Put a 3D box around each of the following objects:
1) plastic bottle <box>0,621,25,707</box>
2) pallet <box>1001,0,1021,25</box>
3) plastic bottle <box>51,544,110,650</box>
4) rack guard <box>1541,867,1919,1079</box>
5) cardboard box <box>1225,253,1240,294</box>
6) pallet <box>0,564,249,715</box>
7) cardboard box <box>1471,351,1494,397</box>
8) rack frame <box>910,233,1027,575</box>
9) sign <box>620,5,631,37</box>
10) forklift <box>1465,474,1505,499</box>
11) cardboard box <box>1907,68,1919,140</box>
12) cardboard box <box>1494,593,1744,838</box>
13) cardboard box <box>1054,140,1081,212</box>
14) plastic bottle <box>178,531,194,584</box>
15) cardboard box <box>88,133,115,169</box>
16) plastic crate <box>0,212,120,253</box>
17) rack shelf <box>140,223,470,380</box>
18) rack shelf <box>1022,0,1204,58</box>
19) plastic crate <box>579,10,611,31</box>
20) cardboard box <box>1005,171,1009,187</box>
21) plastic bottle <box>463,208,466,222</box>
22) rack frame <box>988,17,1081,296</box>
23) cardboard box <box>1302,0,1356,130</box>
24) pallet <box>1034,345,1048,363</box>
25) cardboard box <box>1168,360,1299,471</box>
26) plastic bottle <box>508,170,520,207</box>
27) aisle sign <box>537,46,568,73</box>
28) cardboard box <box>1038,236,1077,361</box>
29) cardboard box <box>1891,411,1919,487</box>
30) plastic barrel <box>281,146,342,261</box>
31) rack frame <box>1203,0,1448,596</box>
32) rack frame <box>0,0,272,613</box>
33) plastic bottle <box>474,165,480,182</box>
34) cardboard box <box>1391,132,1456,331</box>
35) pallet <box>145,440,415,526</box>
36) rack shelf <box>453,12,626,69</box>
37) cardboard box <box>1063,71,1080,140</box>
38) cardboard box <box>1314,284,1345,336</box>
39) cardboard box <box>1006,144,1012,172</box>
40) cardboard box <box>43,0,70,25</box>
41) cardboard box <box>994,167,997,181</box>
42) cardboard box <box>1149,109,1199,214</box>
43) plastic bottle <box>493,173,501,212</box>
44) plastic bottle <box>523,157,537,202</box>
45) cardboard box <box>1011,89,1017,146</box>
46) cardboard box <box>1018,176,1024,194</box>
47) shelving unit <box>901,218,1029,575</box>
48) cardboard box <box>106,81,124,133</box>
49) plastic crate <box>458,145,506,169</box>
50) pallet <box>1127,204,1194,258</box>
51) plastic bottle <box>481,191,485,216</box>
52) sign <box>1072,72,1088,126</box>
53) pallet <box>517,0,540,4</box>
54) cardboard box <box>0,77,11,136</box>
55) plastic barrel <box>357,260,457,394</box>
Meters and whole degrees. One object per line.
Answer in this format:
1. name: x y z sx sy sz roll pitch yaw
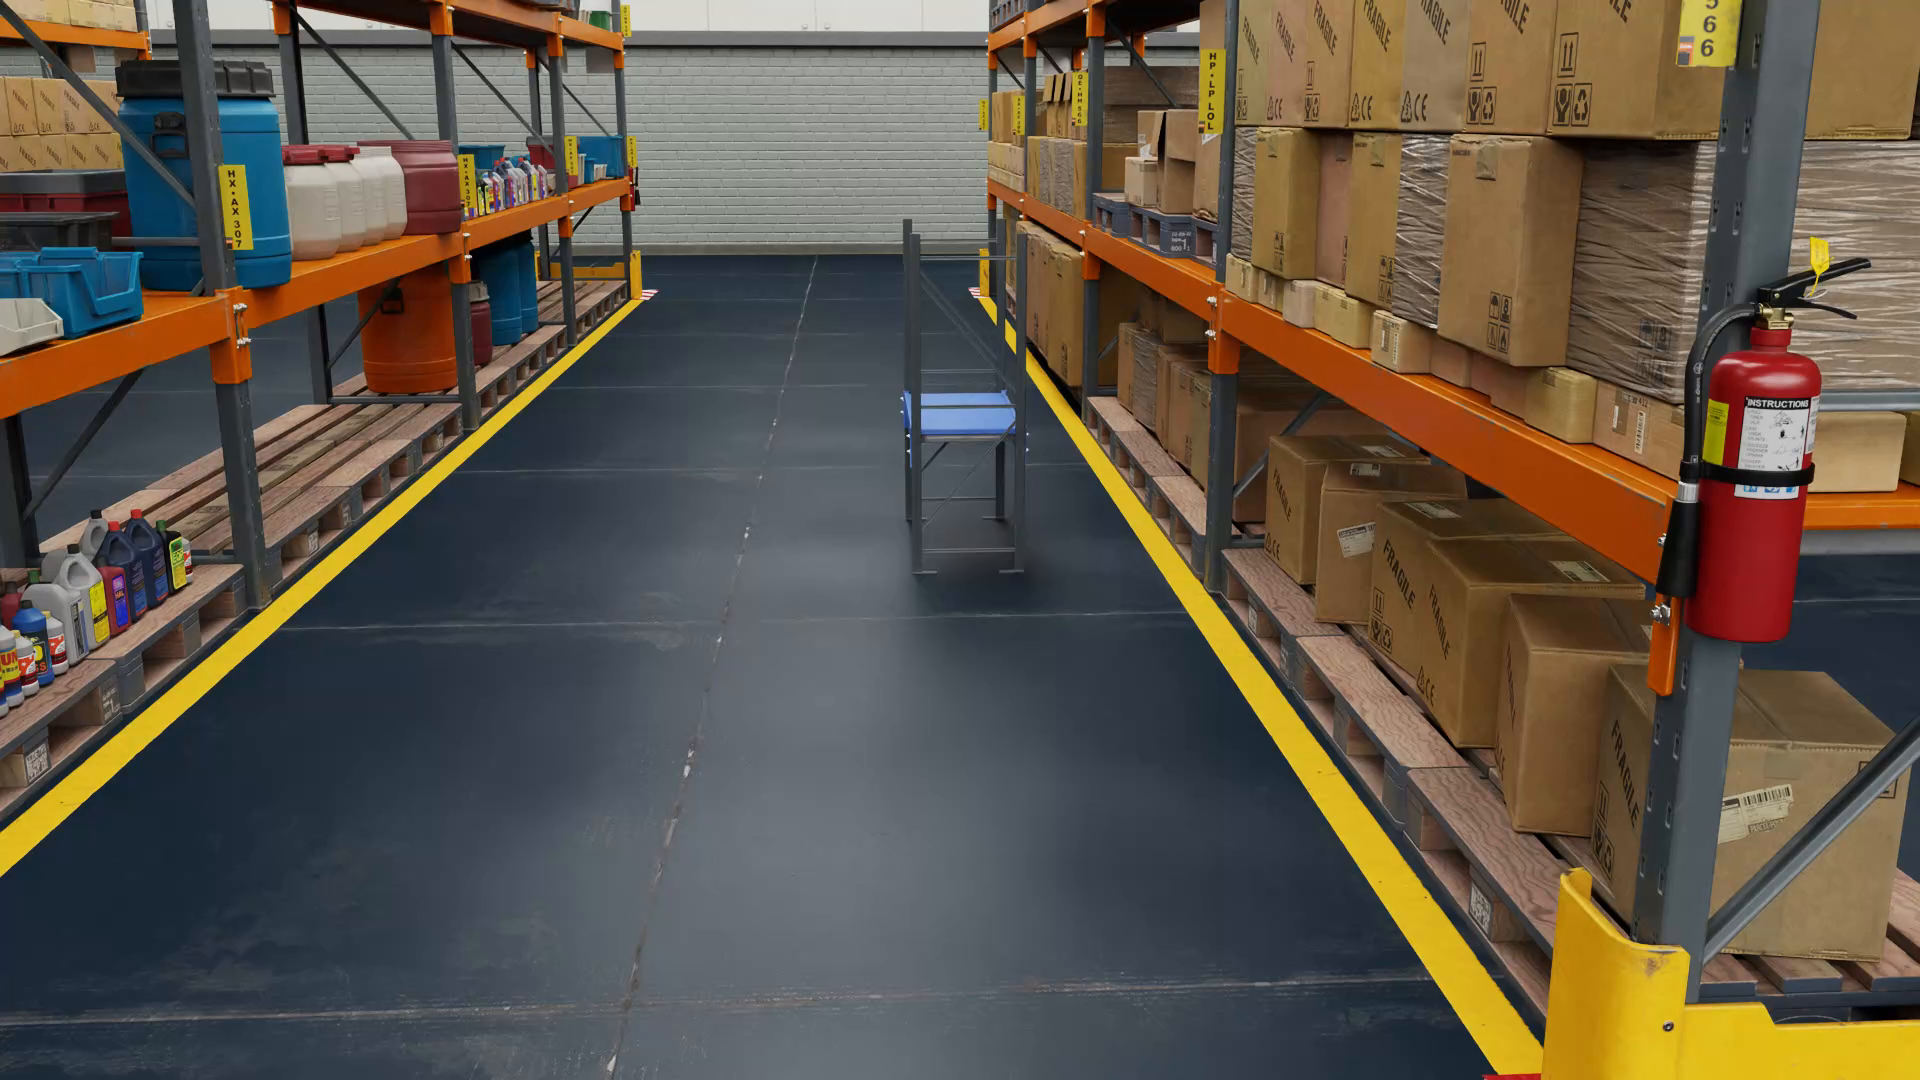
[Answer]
1. plastic bottle: -2.965 0.376 5.139 0.097 0.271 0.097 0 14 0
2. pallet: 0.951 -5.144 16.156 1.003 0.211 1.213 -1 14 -3
3. plastic bottle: -3.025 0.192 5.693 0.144 0.351 0.185 -1 14 -4
4. rack guard: 1.802 0.949 3.336 1.175 0.500 0.348 -1 14 -3
5. cardboard box: 1.272 -1.058 6.623 0.380 0.149 0.250 -1 14 -3
6. pallet: -3.384 0.357 6.216 1.003 0.211 1.213 -1 14 -3
7. cardboard box: 1.527 -0.438 4.213 0.380 0.149 0.250 -1 14 -3
8. rack frame: 0.037 -0.579 7.266 0.500 1.500 0.032 -1 14 -3
9. sign: -3.580 -5.560 17.808 0.100 0.325 0.005 -1 14 -3
10. forklift: 3.678 -1.832 9.264 1.130 2.935 3.031 7 16 27
11. cardboard box: 2.045 -1.061 3.325 0.500 0.500 0.500 -1 14 -3
12. cardboard box: 1.714 0.460 4.391 0.500 0.500 0.500 3 15 11
13. cardboard box: 0.973 -2.653 12.118 0.500 0.500 0.500 -1 14 -5
14. plastic bottle: -3.051 0.066 6.482 0.097 0.201 0.097 0 14 0
15. cardboard box: -8.711 -3.758 16.413 0.500 0.500 0.500 -1 14 -3
16. plastic crate: -3.479 -0.999 6.015 0.767 0.338 0.504 -1 14 -3
17. rack shelf: -3.508 -1.310 8.543 1.077 0.370 4.000 -1 14 -3
18. rack shelf: 1.188 -3.834 12.333 1.077 0.370 4.000 -1 14 -3
19. plastic crate: -3.781 -5.255 16.836 0.450 0.188 0.336 -1 14 -3
20. cardboard box: 0.638 -3.496 16.099 0.380 0.149 0.250 -1 14 -4
21. plastic bottle: -3.316 -2.236 10.954 0.097 0.271 0.097 0 14 0
22. rack frame: 0.816 -4.222 18.417 1.000 3.000 0.127 -1 14 -3
23. cardboard box: 1.396 -1.550 5.227 0.500 0.500 0.500 -1 14 -3
24. pallet: 1.187 -1.686 14.157 1.003 0.211 1.213 -1 14 -3
25. cardboard box: 1.497 -0.651 8.672 0.700 0.500 0.500 -2 15 -8
26. plastic bottle: -3.456 -2.690 12.712 0.152 0.276 0.135 -1 14 -3
27. aisle sign: -4.429 -5.418 17.848 0.394 0.787 0.004 -1 14 -3
28. cardboard box: 1.242 -1.801 12.427 1.225 0.875 0.875 -1 14 -3
29. cardboard box: 2.027 -0.196 3.272 0.380 0.149 0.250 -1 14 -3
30. plastic barrel: -3.270 -1.651 8.151 0.433 0.535 0.433 0 14 0
31. rack frame: 1.559 -1.238 6.818 1.000 3.000 0.127 -1 14 -3
32. rack frame: -3.384 -1.161 6.521 1.000 3.000 0.127 -1 14 -3
33. plastic bottle: -3.571 -2.594 12.187 0.144 0.351 0.185 -1 14 -3
34. cardboard box: 1.662 -0.820 4.397 0.875 0.500 0.500 -1 14 -3
35. pallet: -3.550 -0.310 8.807 1.003 0.211 1.213 -1 14 -3
36. rack shelf: -4.004 -4.753 15.902 1.077 0.370 4.000 -1 14 -3
37. cardboard box: 1.197 -3.278 12.532 0.797 0.503 0.637 0 14 -2
38. cardboard box: 1.374 -0.748 5.416 0.380 0.149 0.250 -1 14 -3
39. cardboard box: 0.708 -3.660 15.937 0.500 0.250 0.500 -1 14 -2
40. cardboard box: -8.698 -4.953 15.540 0.500 0.250 0.500 -1 14 -3
41. cardboard box: 0.559 -3.815 17.338 0.380 0.149 0.250 -1 14 -4
42. cardboard box: 1.360 -1.921 8.423 0.797 0.503 0.637 1 14 2
43. plastic bottle: -3.388 -2.523 12.071 0.097 0.271 0.097 0 14 0
44. plastic bottle: -3.496 -2.904 13.391 0.144 0.351 0.185 -1 14 -3
45. cardboard box: 0.741 -3.897 15.352 0.500 0.500 0.500 -1 14 -3
46. cardboard box: 0.718 -3.177 14.857 0.380 0.149 0.250 -1 14 -3
47. shelving unit: 0.005 -0.705 7.757 0.538 1.500 1.048 -1 14 -3
48. cardboard box: -8.738 -4.371 16.787 0.500 0.500 0.500 0 14 -2
49. plastic crate: -4.249 -3.283 14.679 0.392 0.384 0.575 -1 14 -3
50. pallet: 1.475 -1.648 8.797 1.003 0.211 1.213 -1 14 -3
51. plastic bottle: -3.353 -2.350 11.539 0.097 0.201 0.097 0 14 0
52. sign: 0.758 -2.784 10.503 0.100 0.325 0.005 -1 14 -3
53. pallet: -3.660 -4.037 12.055 1.003 0.211 1.213 -1 14 -3
54. cardboard box: -8.572 -3.730 14.295 0.500 0.500 0.500 -1 14 -2
55. plastic barrel: -3.679 -1.430 11.077 0.600 0.830 0.708 -1 14 -3
